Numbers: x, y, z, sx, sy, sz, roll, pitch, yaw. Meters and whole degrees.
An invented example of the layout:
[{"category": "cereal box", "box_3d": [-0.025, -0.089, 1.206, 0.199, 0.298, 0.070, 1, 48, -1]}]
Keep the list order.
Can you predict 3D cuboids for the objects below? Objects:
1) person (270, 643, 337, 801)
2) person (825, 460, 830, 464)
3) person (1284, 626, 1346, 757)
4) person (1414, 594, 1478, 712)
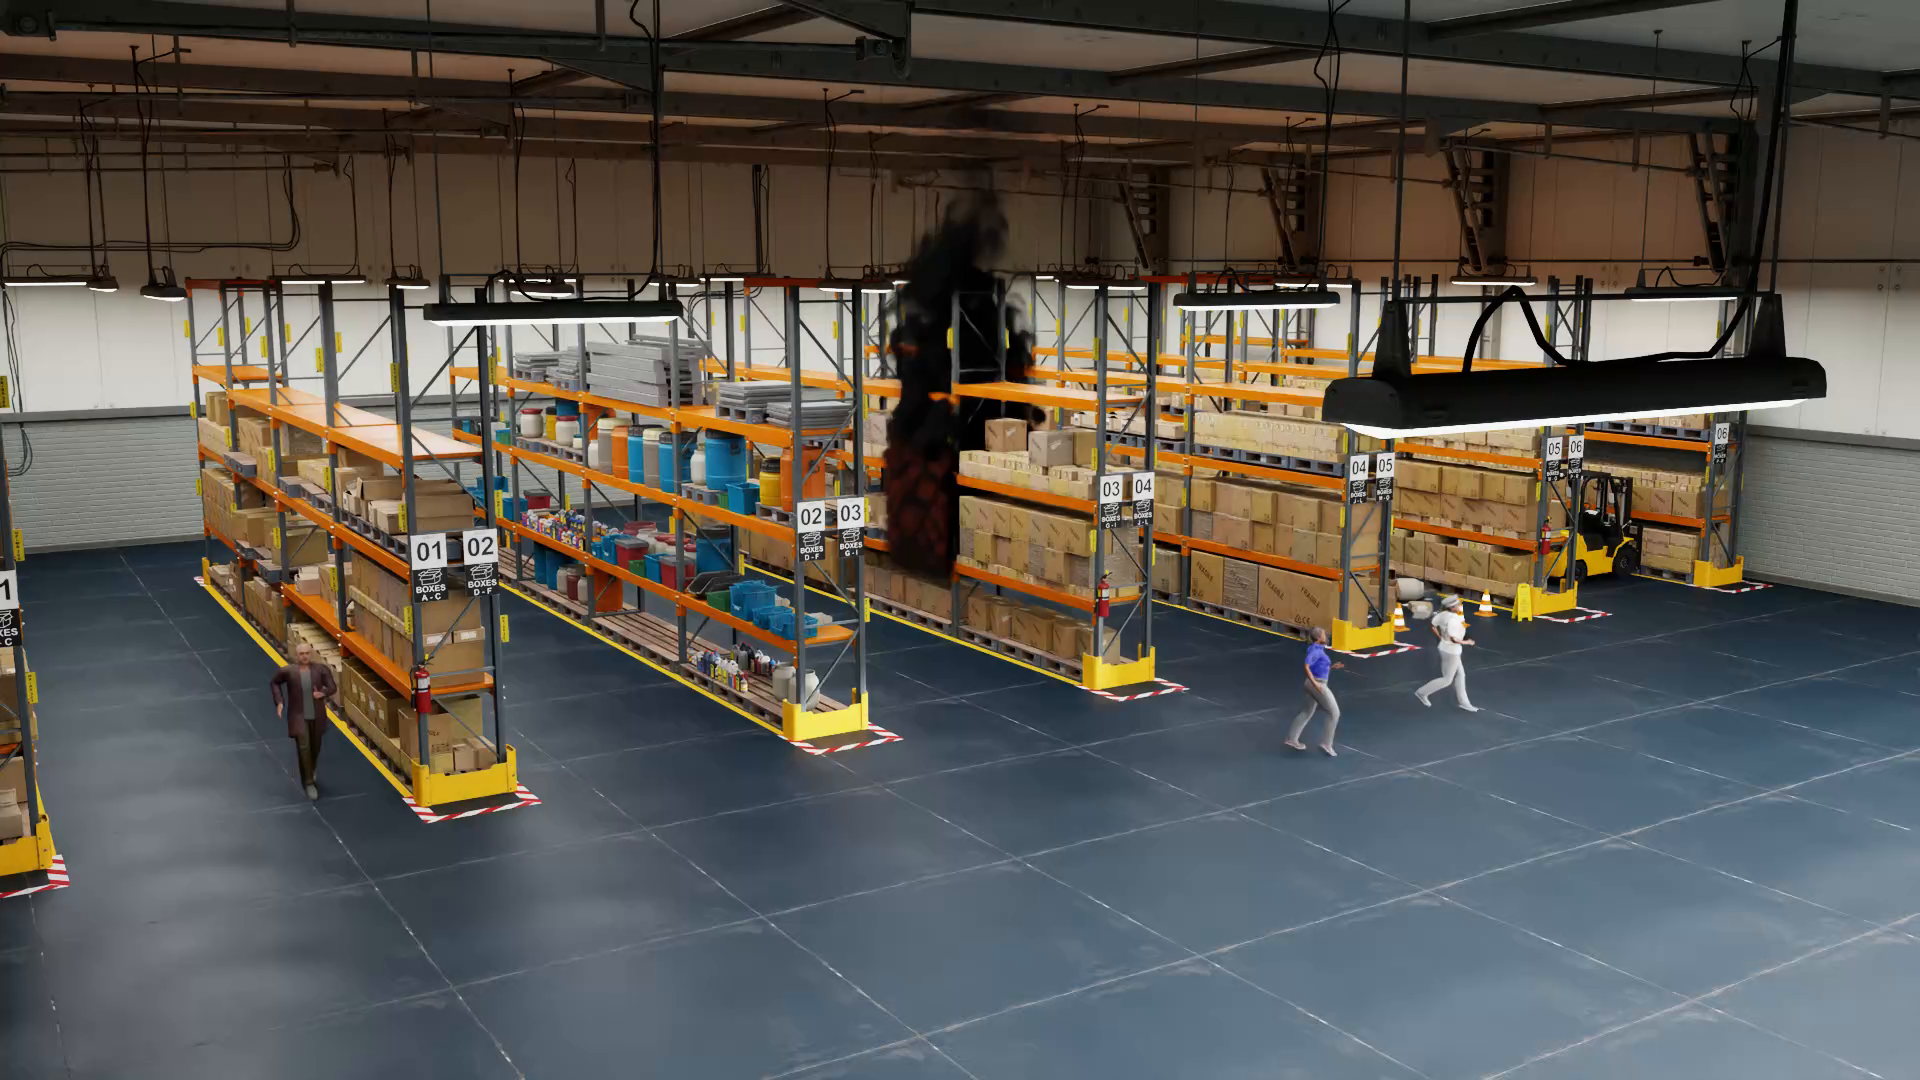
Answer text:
[{"category": "person", "box_3d": [-7.816, 2.117, 19.902, 0.692, 1.794, 0.993, -6, 11, -33]}, {"category": "person", "box_3d": [-3.221, -1.099, 39.666, 0.648, 1.625, 0.649, -1, 10, -7]}, {"category": "person", "box_3d": [4.598, 1.960, 21.426, 0.735, 1.720, 0.544, -1, 10, -8]}, {"category": "person", "box_3d": [6.882, 1.600, 23.434, 0.930, 1.707, 0.592, 0, 10, 2]}]
